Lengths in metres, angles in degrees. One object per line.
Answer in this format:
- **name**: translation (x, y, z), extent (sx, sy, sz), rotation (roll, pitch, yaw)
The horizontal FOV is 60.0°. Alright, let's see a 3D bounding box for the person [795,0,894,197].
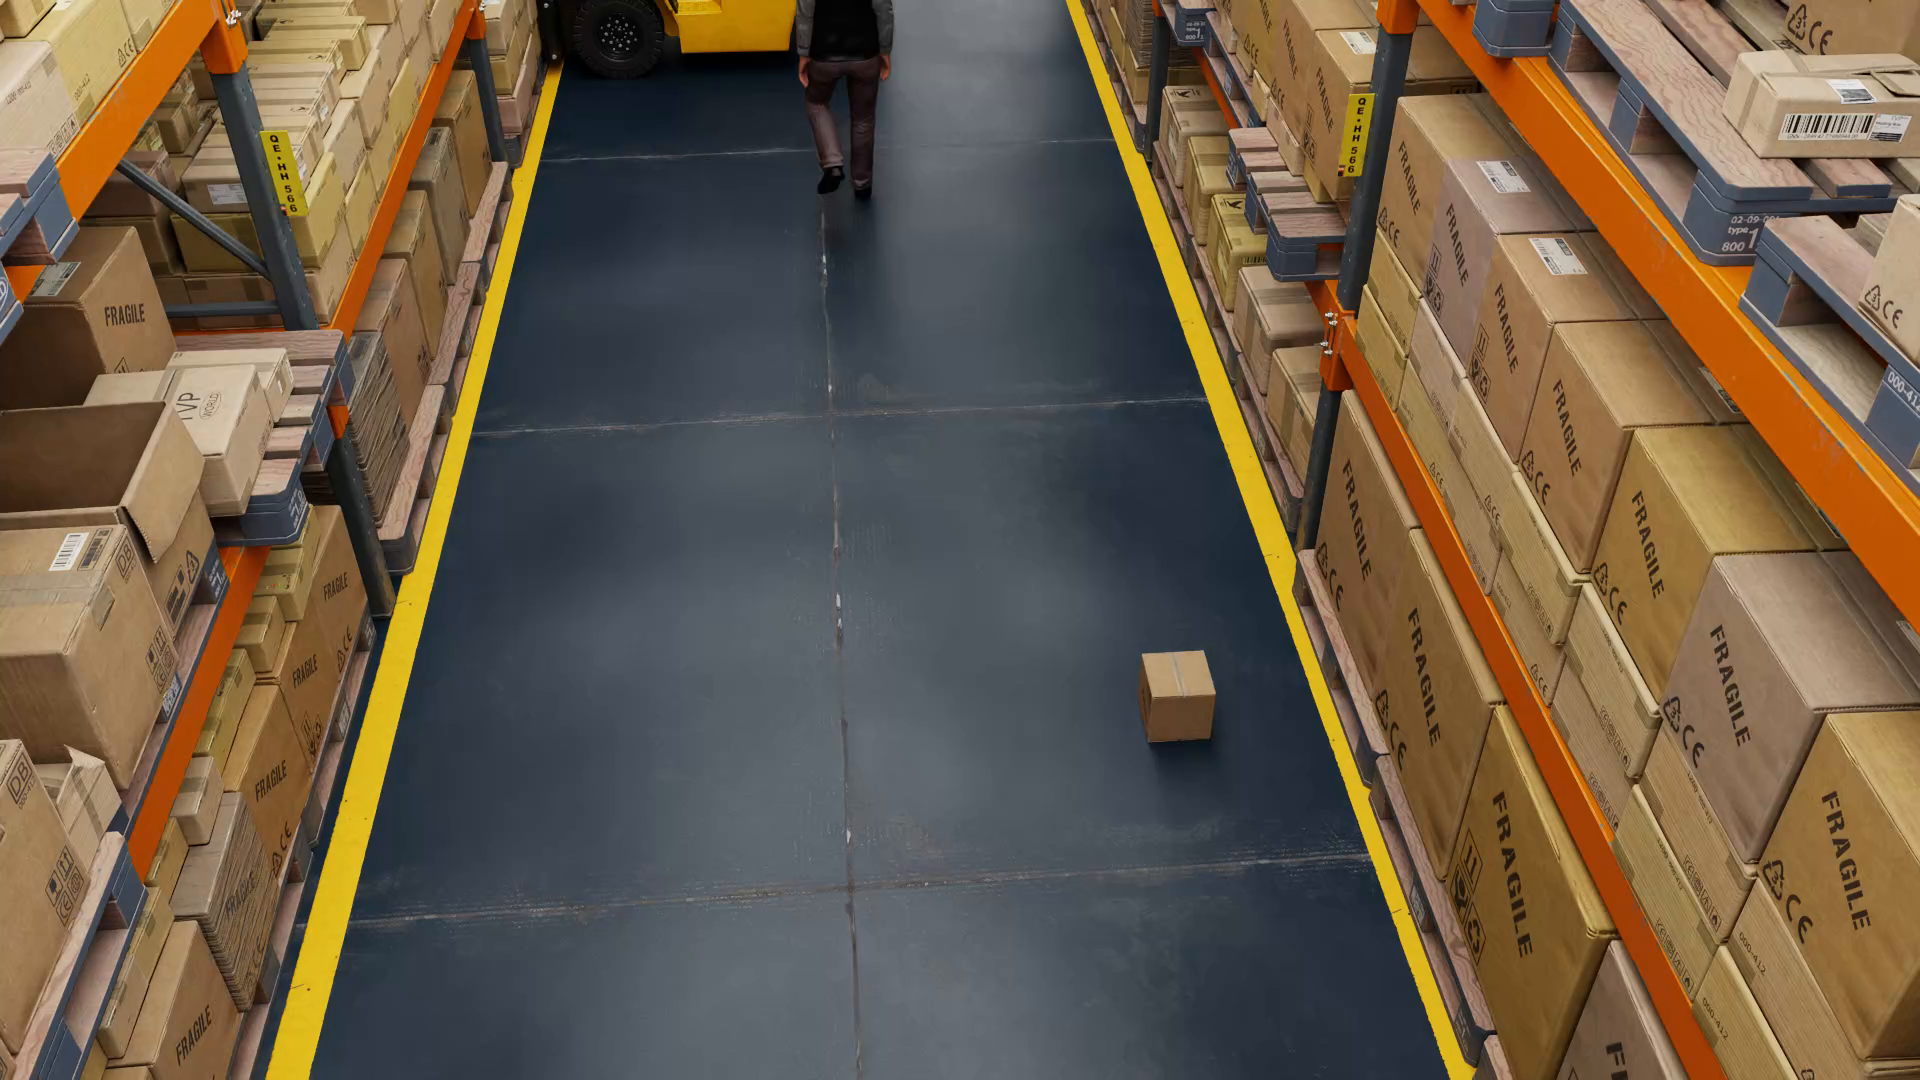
- **person**: translation (-0.658, -2.802, 9.620), extent (0.558, 1.716, 0.435), rotation (-2, 39, -3)
